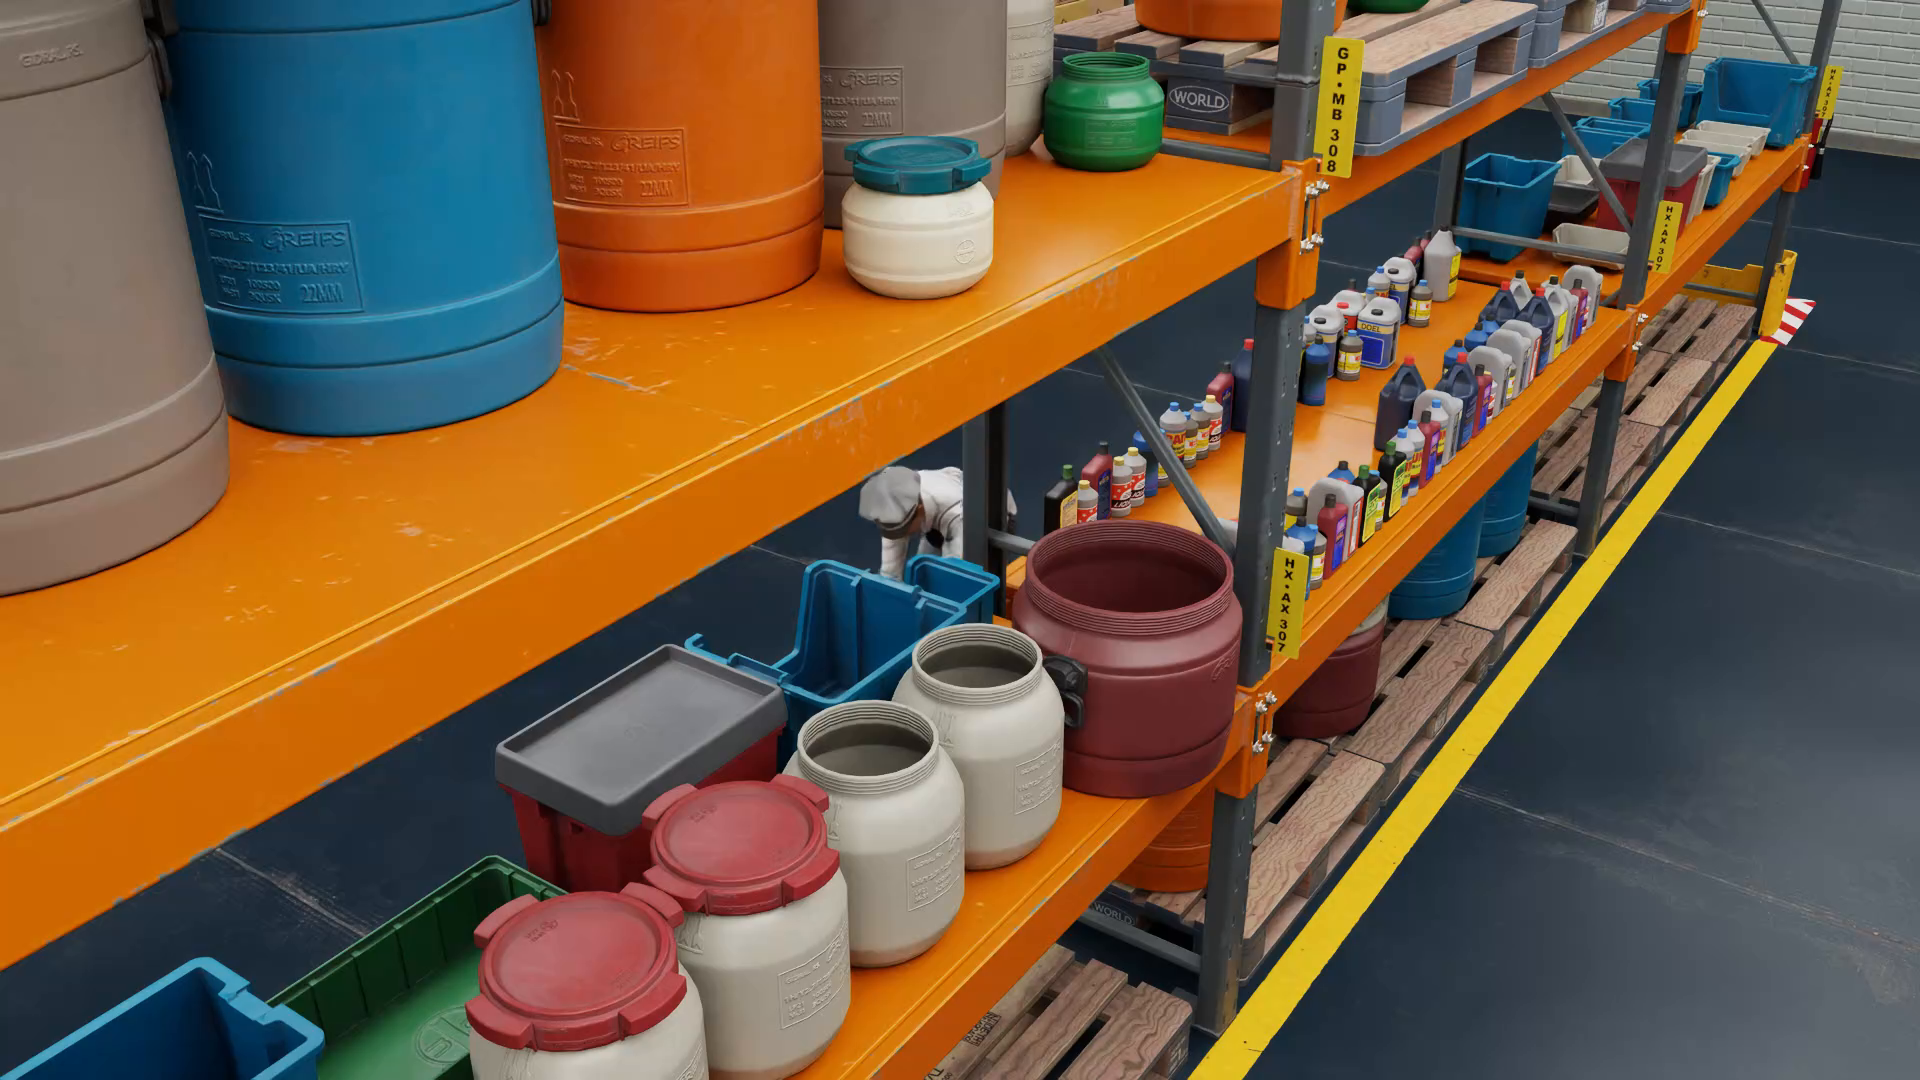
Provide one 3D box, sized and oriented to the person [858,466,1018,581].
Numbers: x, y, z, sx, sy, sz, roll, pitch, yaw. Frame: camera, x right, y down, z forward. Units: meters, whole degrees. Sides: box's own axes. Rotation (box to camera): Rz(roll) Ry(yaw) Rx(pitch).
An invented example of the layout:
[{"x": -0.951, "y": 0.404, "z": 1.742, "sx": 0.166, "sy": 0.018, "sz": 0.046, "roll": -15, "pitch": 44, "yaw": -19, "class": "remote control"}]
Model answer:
[{"x": -0.097, "y": 0.194, "z": 6.674, "sx": 0.431, "sy": 1.271, "sz": 0.886, "roll": 16, "pitch": 31, "yaw": 28, "class": "person"}]
